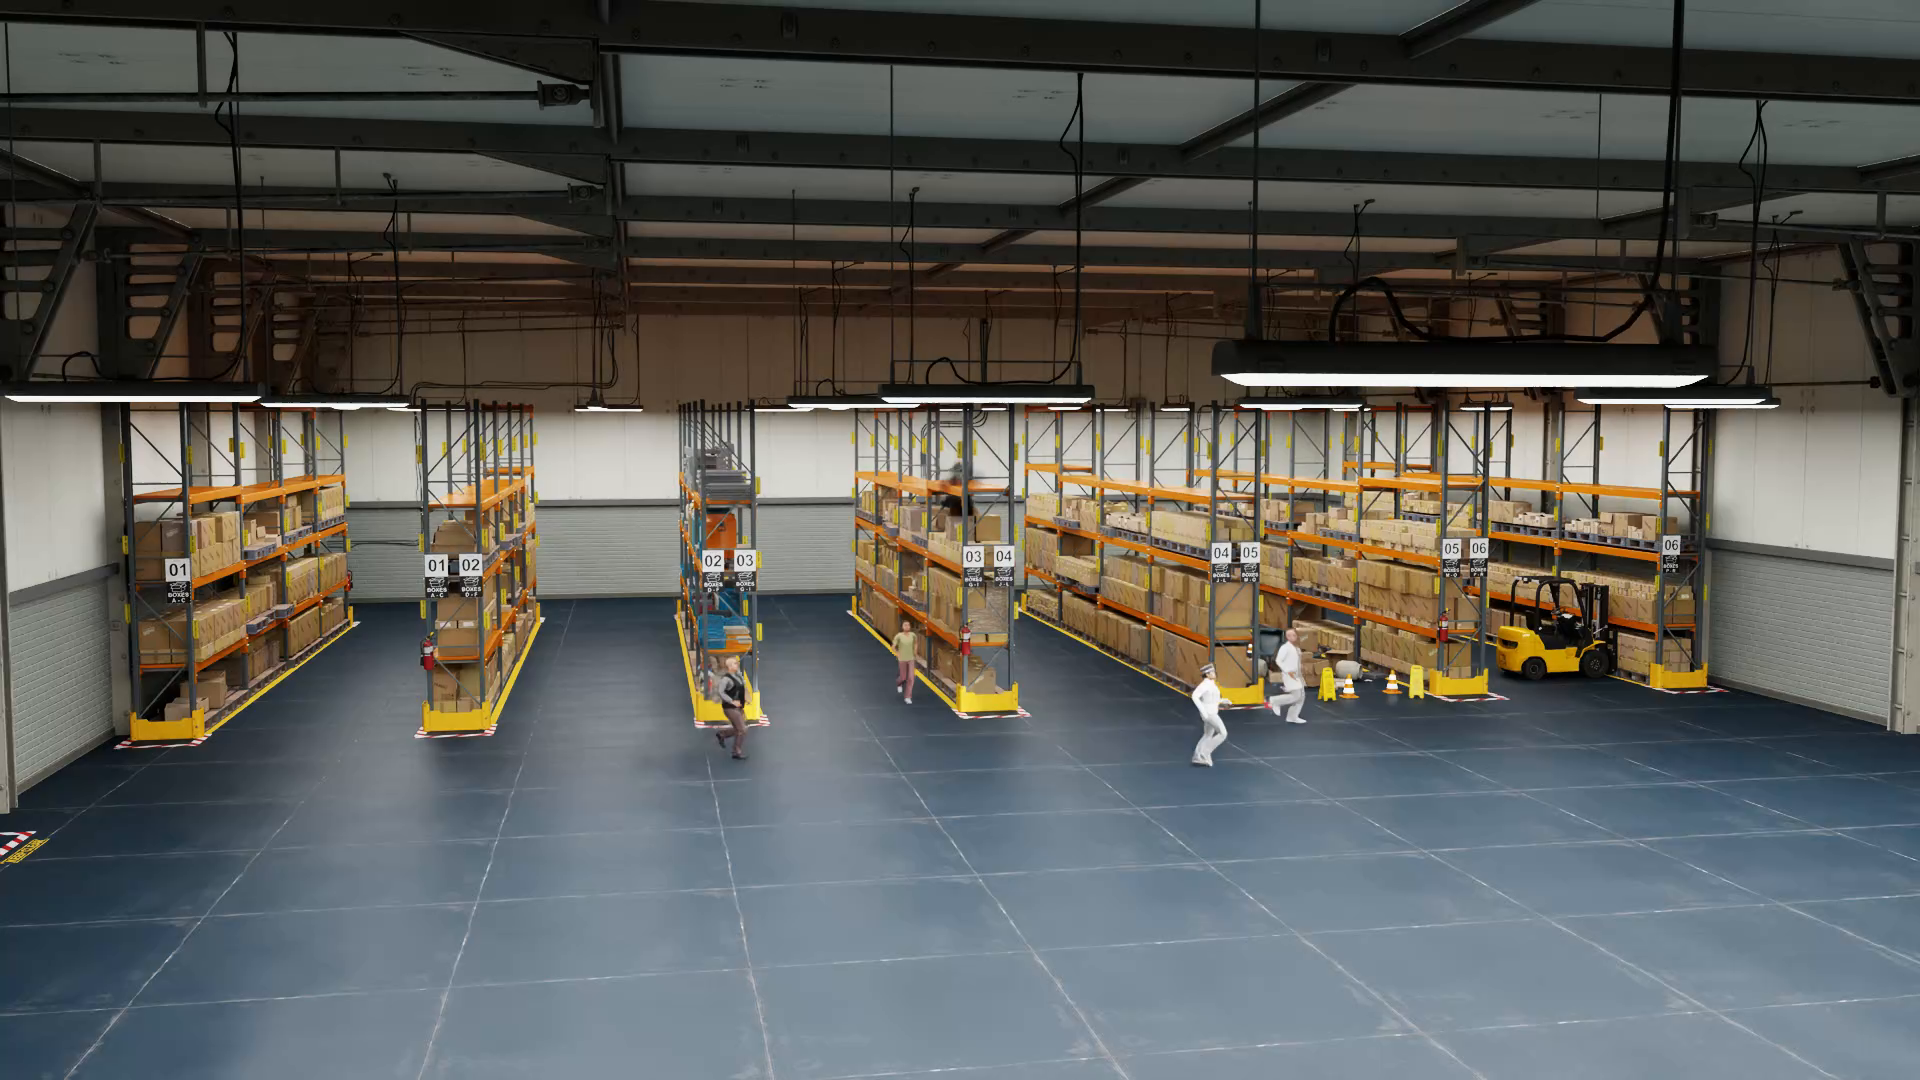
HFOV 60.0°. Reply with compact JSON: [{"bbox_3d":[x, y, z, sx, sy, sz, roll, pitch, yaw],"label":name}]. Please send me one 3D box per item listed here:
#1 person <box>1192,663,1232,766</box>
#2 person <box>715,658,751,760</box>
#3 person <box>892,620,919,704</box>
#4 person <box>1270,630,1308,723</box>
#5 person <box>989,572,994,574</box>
[{"bbox_3d":[4.093,2.835,27.047,0.641,1.671,0.592,1,4,15],"label":"person"},{"bbox_3d":[-3.822,2.806,27.684,0.628,1.686,0.660,1,4,15],"label":"person"},{"bbox_3d":[-1.079,2.408,33.214,0.579,1.654,0.791,-1,4,-16],"label":"person"},{"bbox_3d":[6.123,2.530,30.911,0.666,1.736,0.714,3,5,35],"label":"person"},{"bbox_3d":[0.739,1.205,48.752,0.756,1.681,0.560,4,6,40],"label":"person"}]
